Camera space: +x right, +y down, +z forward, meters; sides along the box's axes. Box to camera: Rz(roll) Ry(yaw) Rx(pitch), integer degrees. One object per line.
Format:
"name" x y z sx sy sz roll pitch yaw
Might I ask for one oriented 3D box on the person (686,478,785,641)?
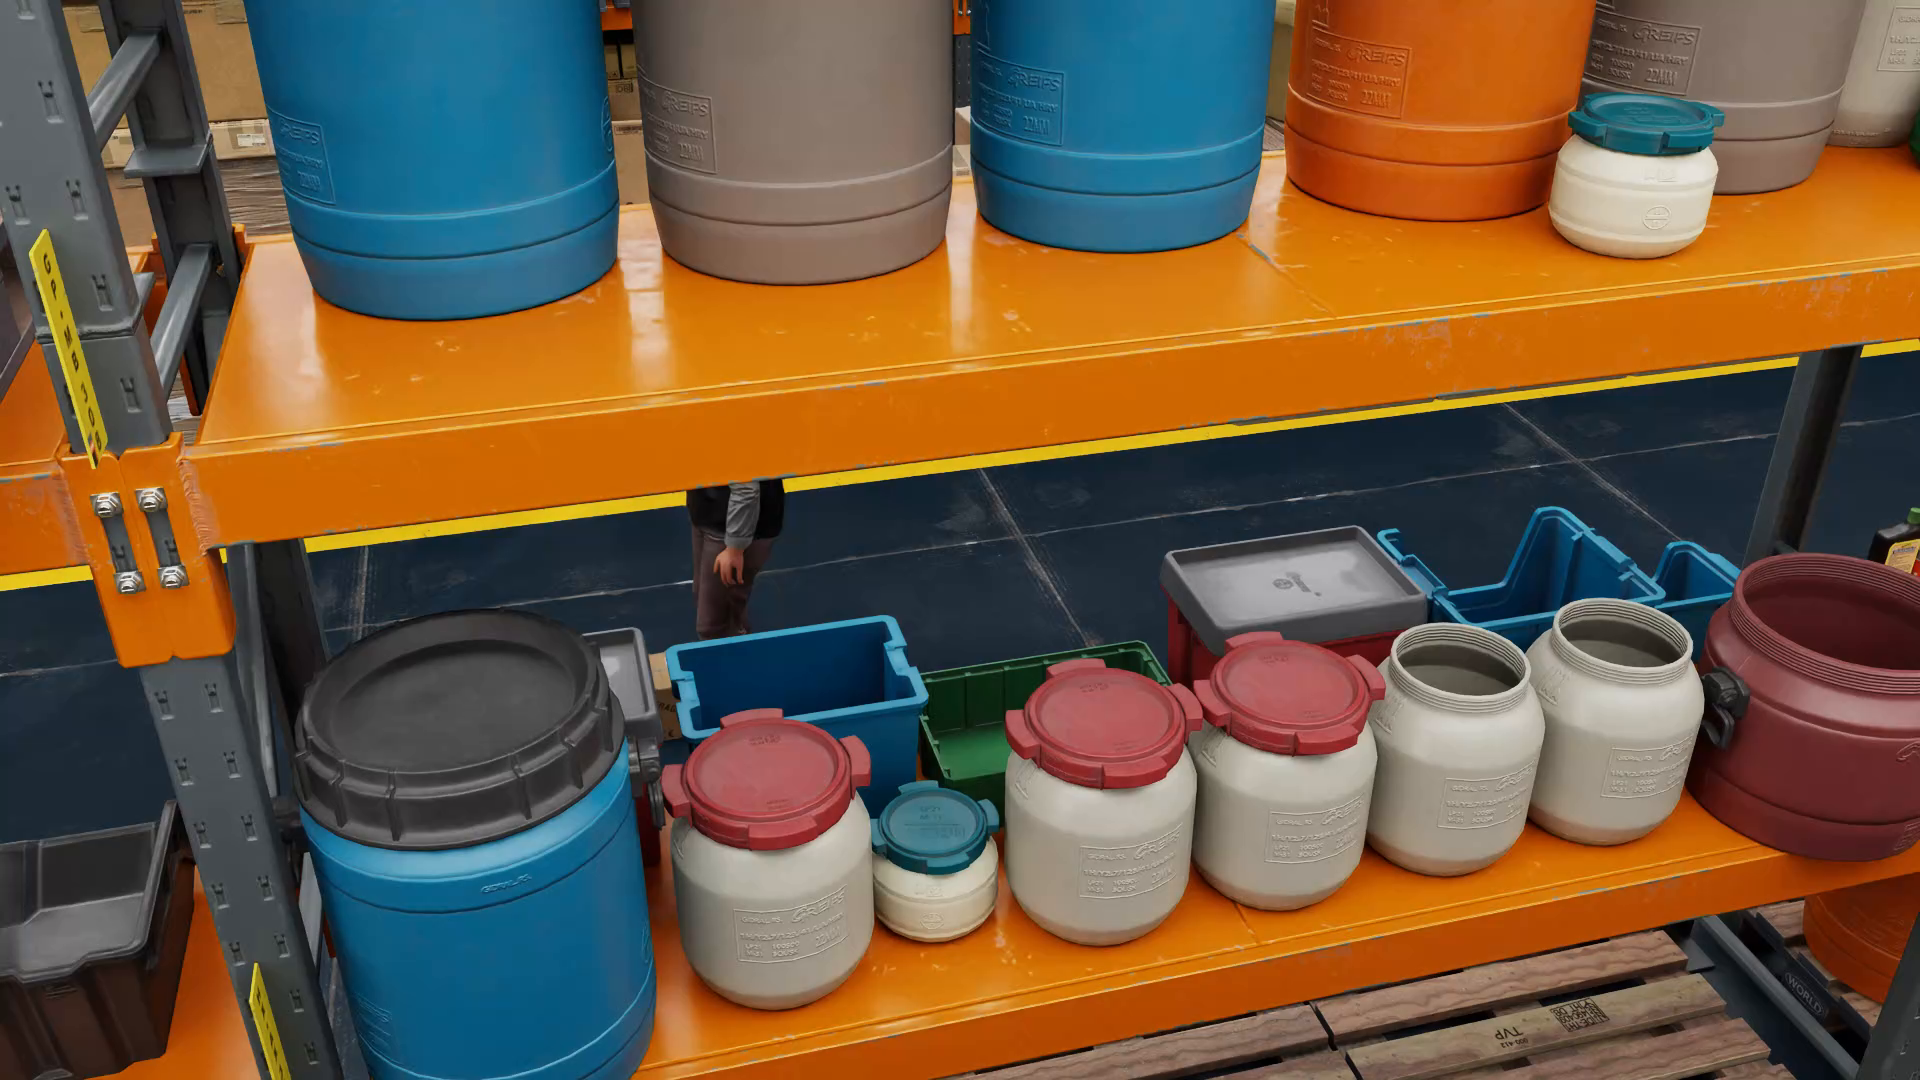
"person" -0.898 -0.058 6.255 0.475 1.719 0.582 -9 31 -16
